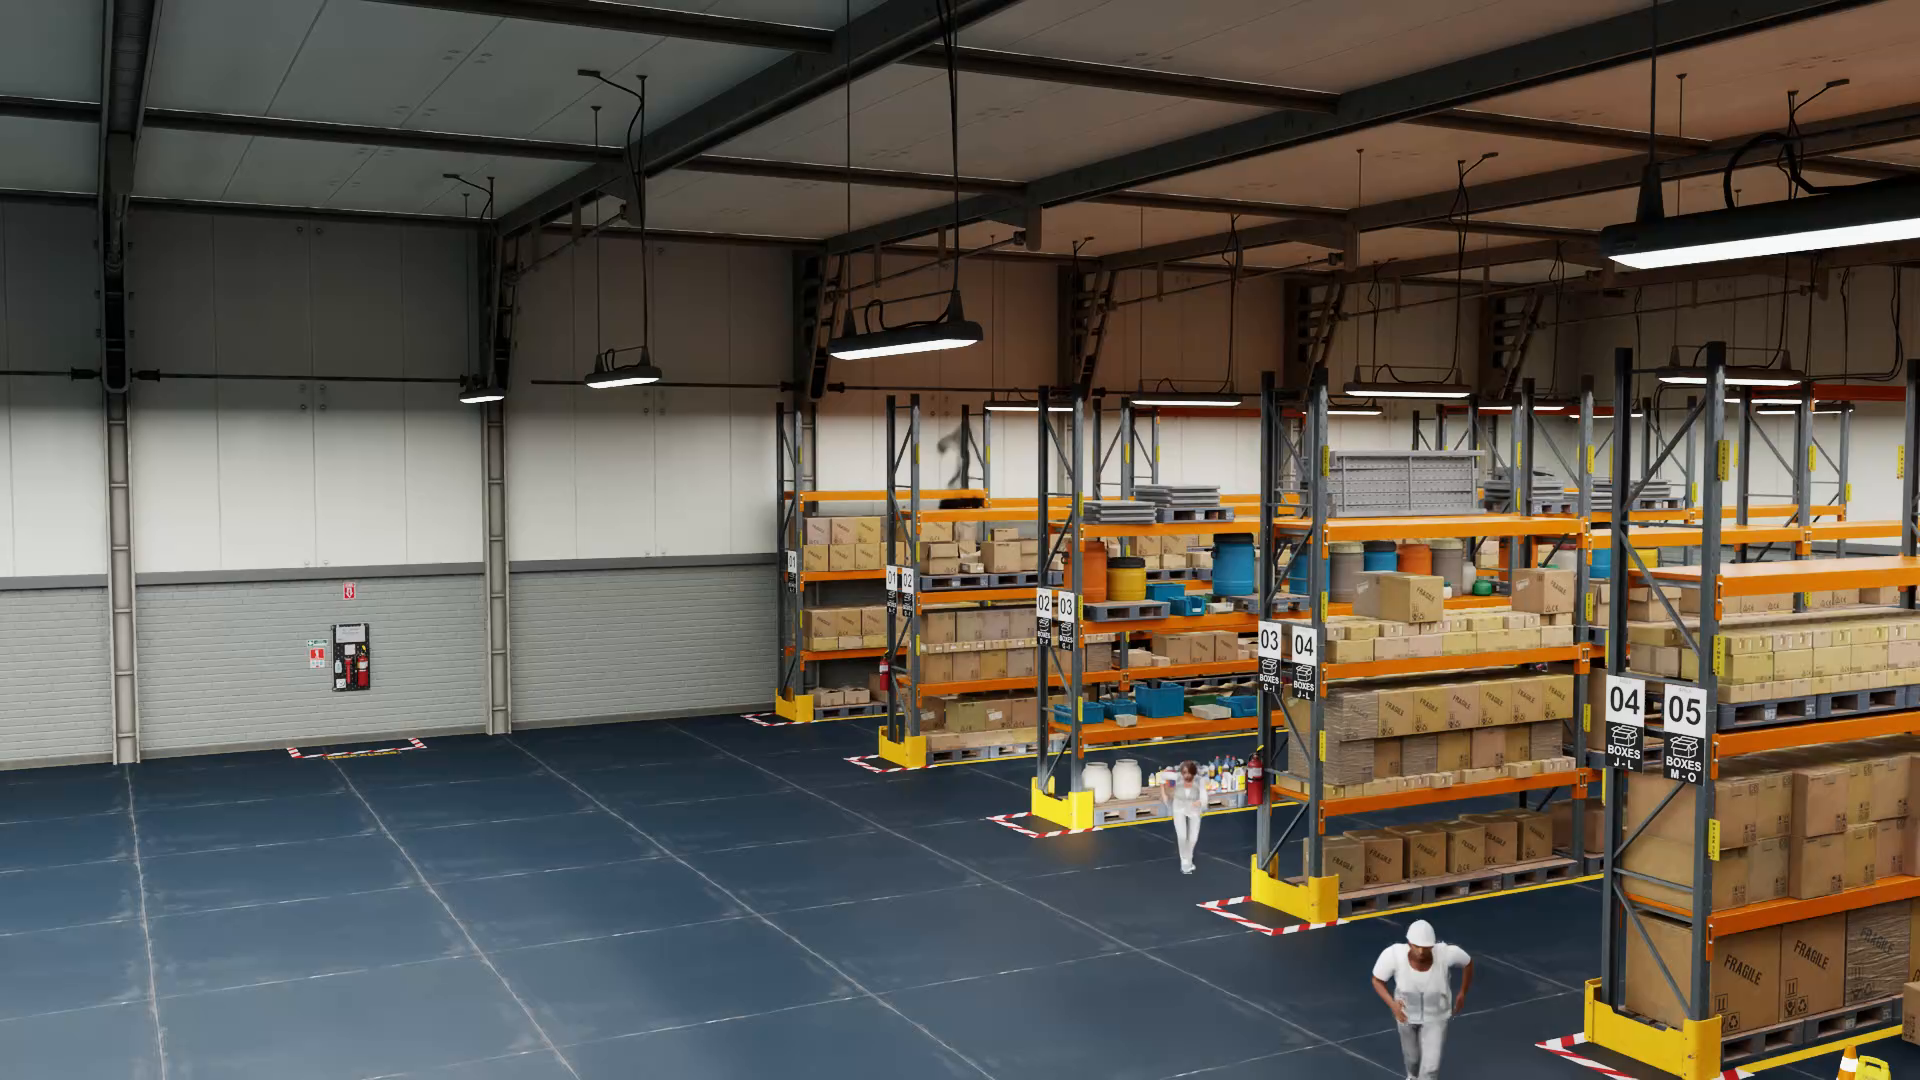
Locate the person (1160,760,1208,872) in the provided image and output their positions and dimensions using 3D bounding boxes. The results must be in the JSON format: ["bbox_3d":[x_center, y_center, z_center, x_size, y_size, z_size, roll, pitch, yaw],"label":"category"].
[{"bbox_3d":[2.681,3.311,19.930,0.569,1.424,0.864,0,3,7],"label":"person"}]

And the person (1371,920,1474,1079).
[{"bbox_3d":[3.484,3.632,12.563,0.744,1.711,1.023,1,3,13],"label":"person"}]
